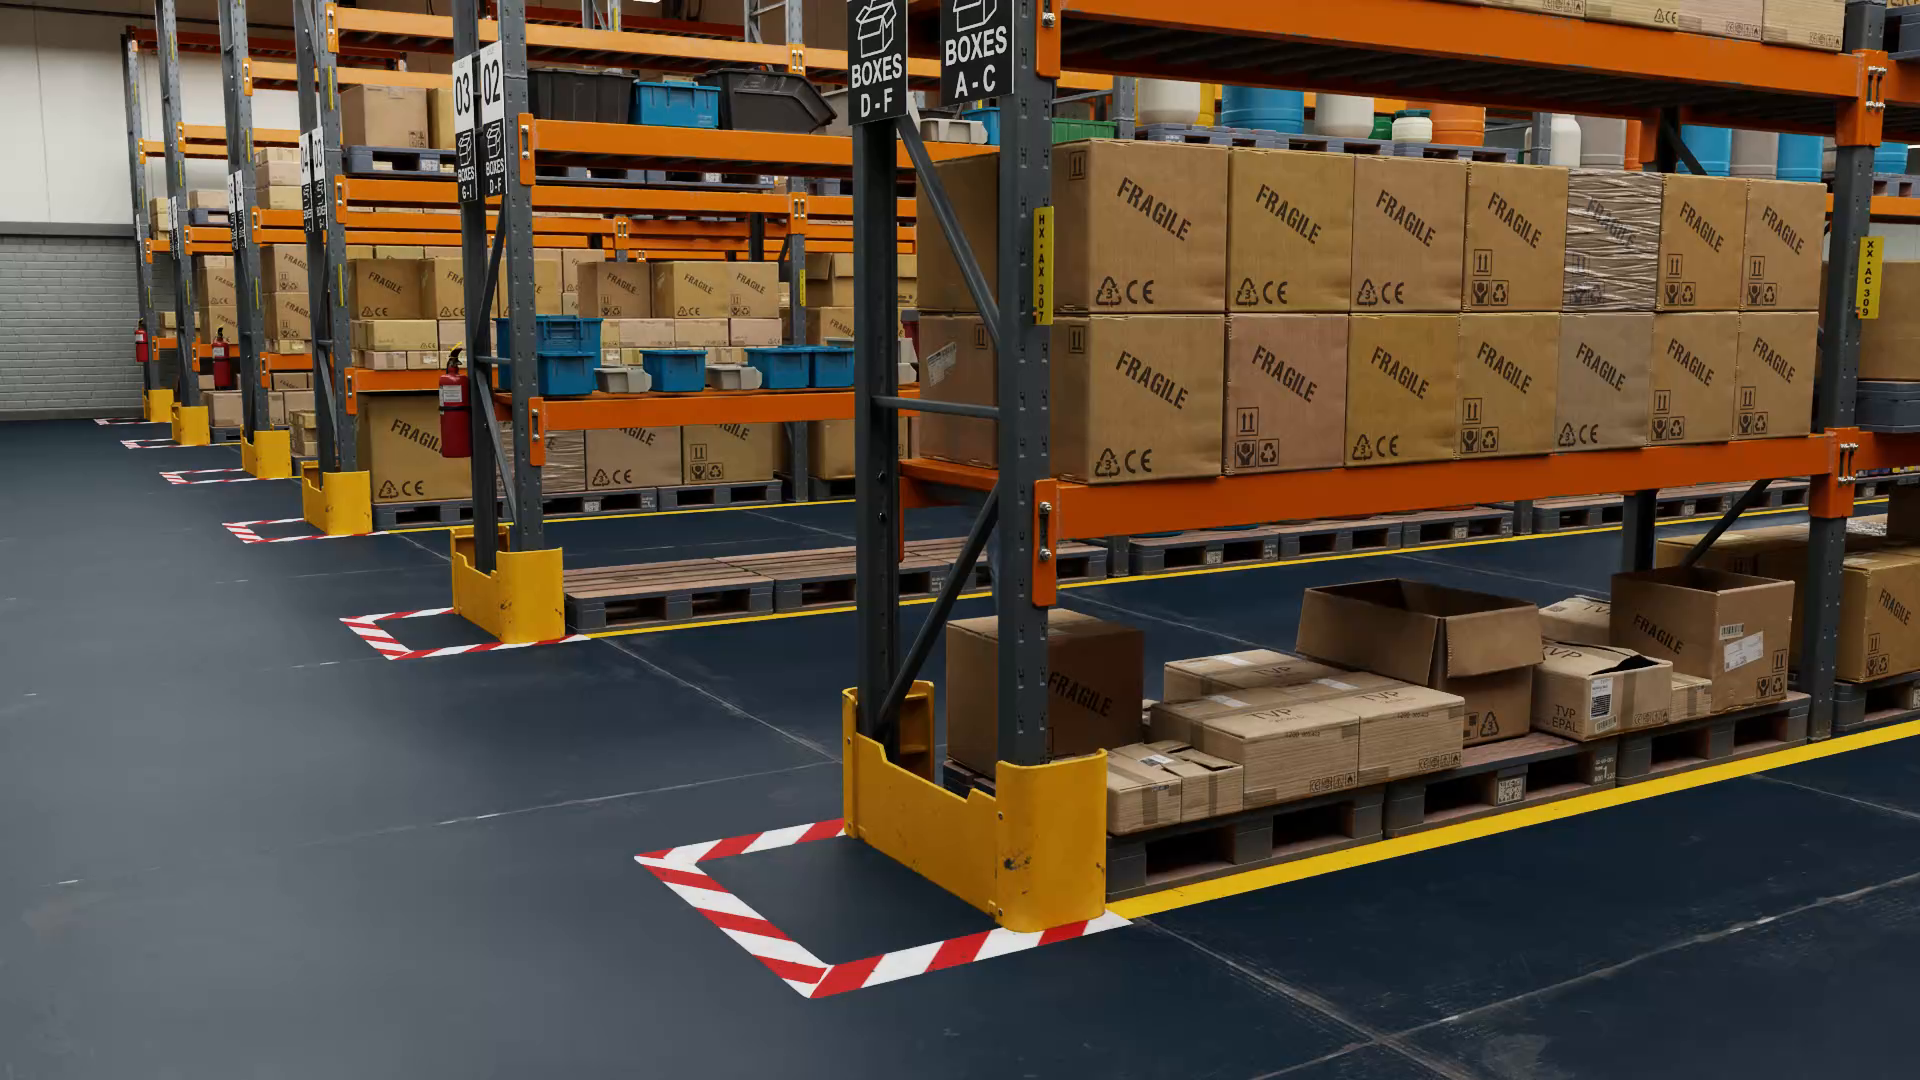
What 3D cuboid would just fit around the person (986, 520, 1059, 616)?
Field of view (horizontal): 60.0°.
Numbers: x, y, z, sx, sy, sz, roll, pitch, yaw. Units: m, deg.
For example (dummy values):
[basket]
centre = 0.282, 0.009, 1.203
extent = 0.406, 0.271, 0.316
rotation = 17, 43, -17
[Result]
[person]
centre = 0.281, -0.291, 8.809
extent = 0.502, 1.761, 0.577
rotation = -5, 9, -31
